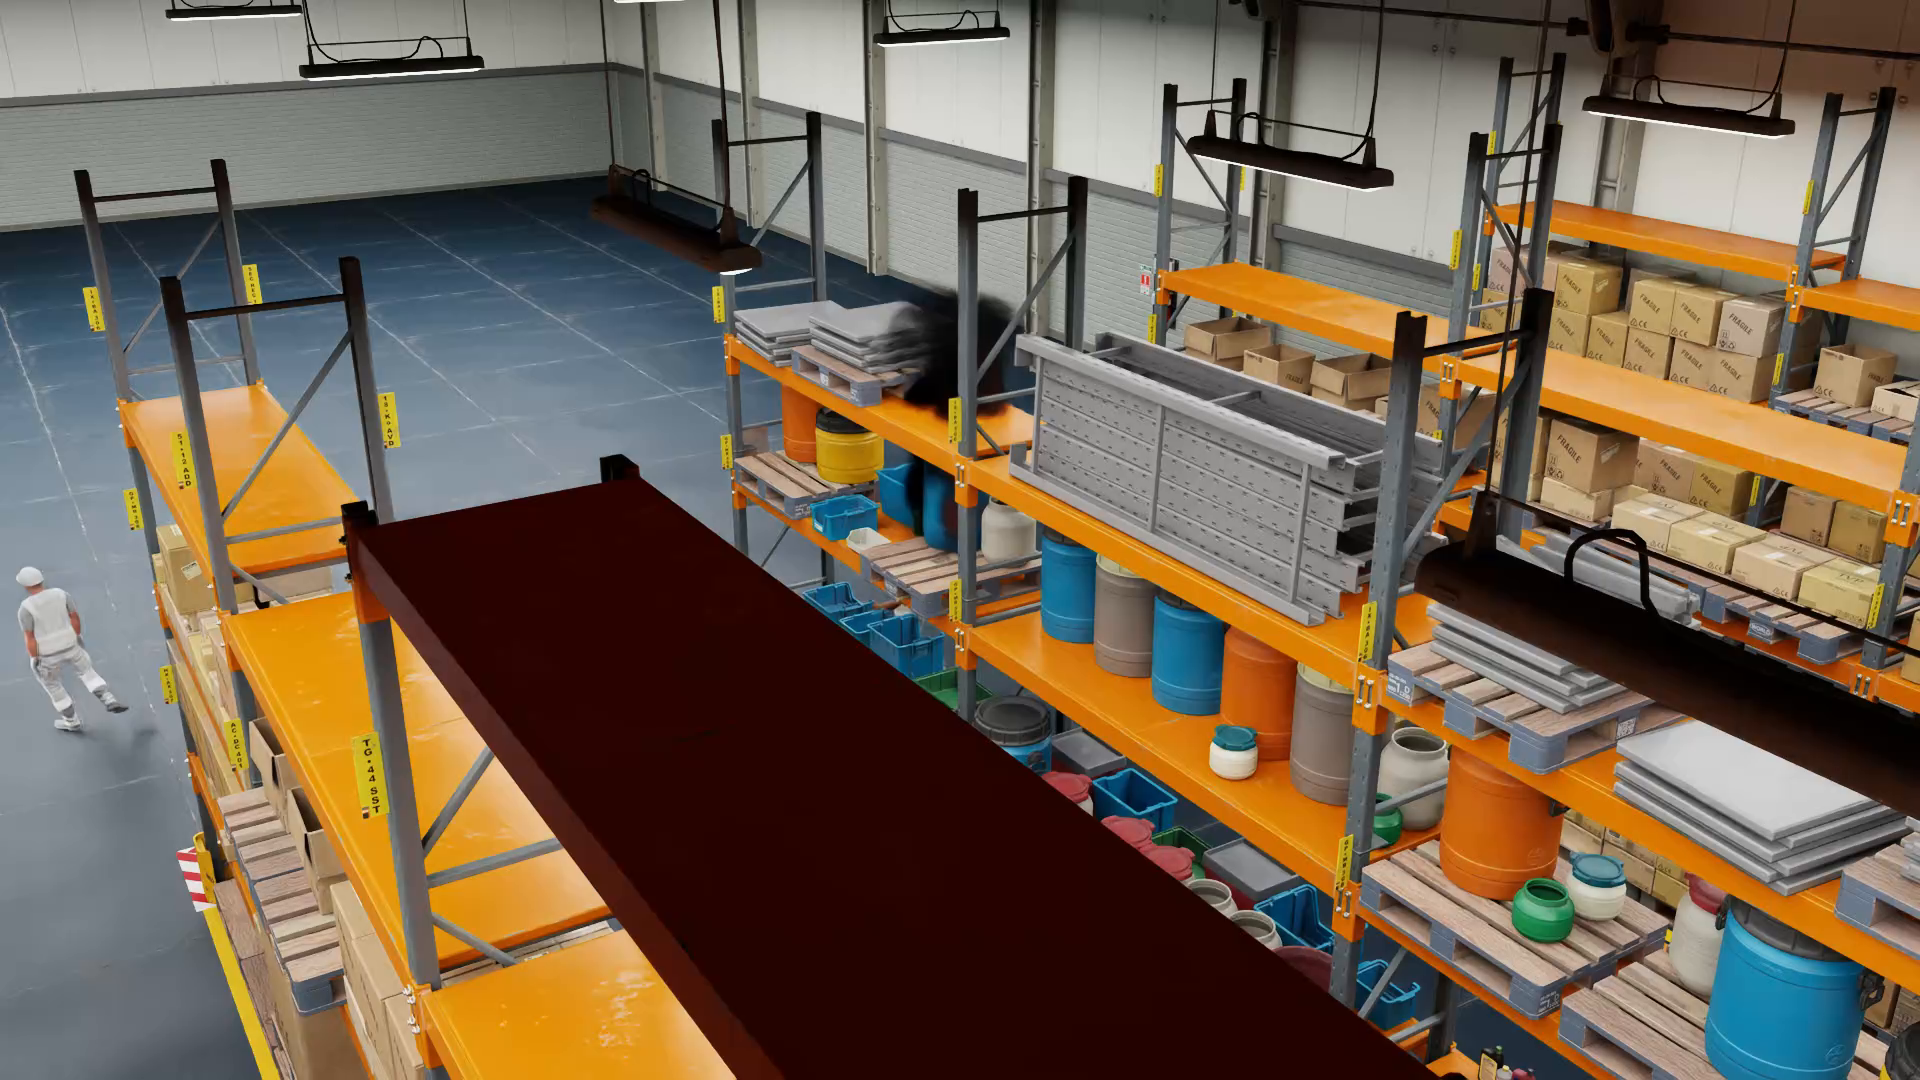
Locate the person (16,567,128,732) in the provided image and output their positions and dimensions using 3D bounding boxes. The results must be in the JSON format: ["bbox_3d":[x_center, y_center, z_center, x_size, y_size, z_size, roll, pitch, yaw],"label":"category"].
[{"bbox_3d":[-8.758,1.067,16.341,0.620,1.762,0.718,15,26,32],"label":"person"}]

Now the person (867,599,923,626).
[{"bbox_3d":[-0.567,0.748,17.212,0.769,1.741,0.688,6,23,15],"label":"person"}]
